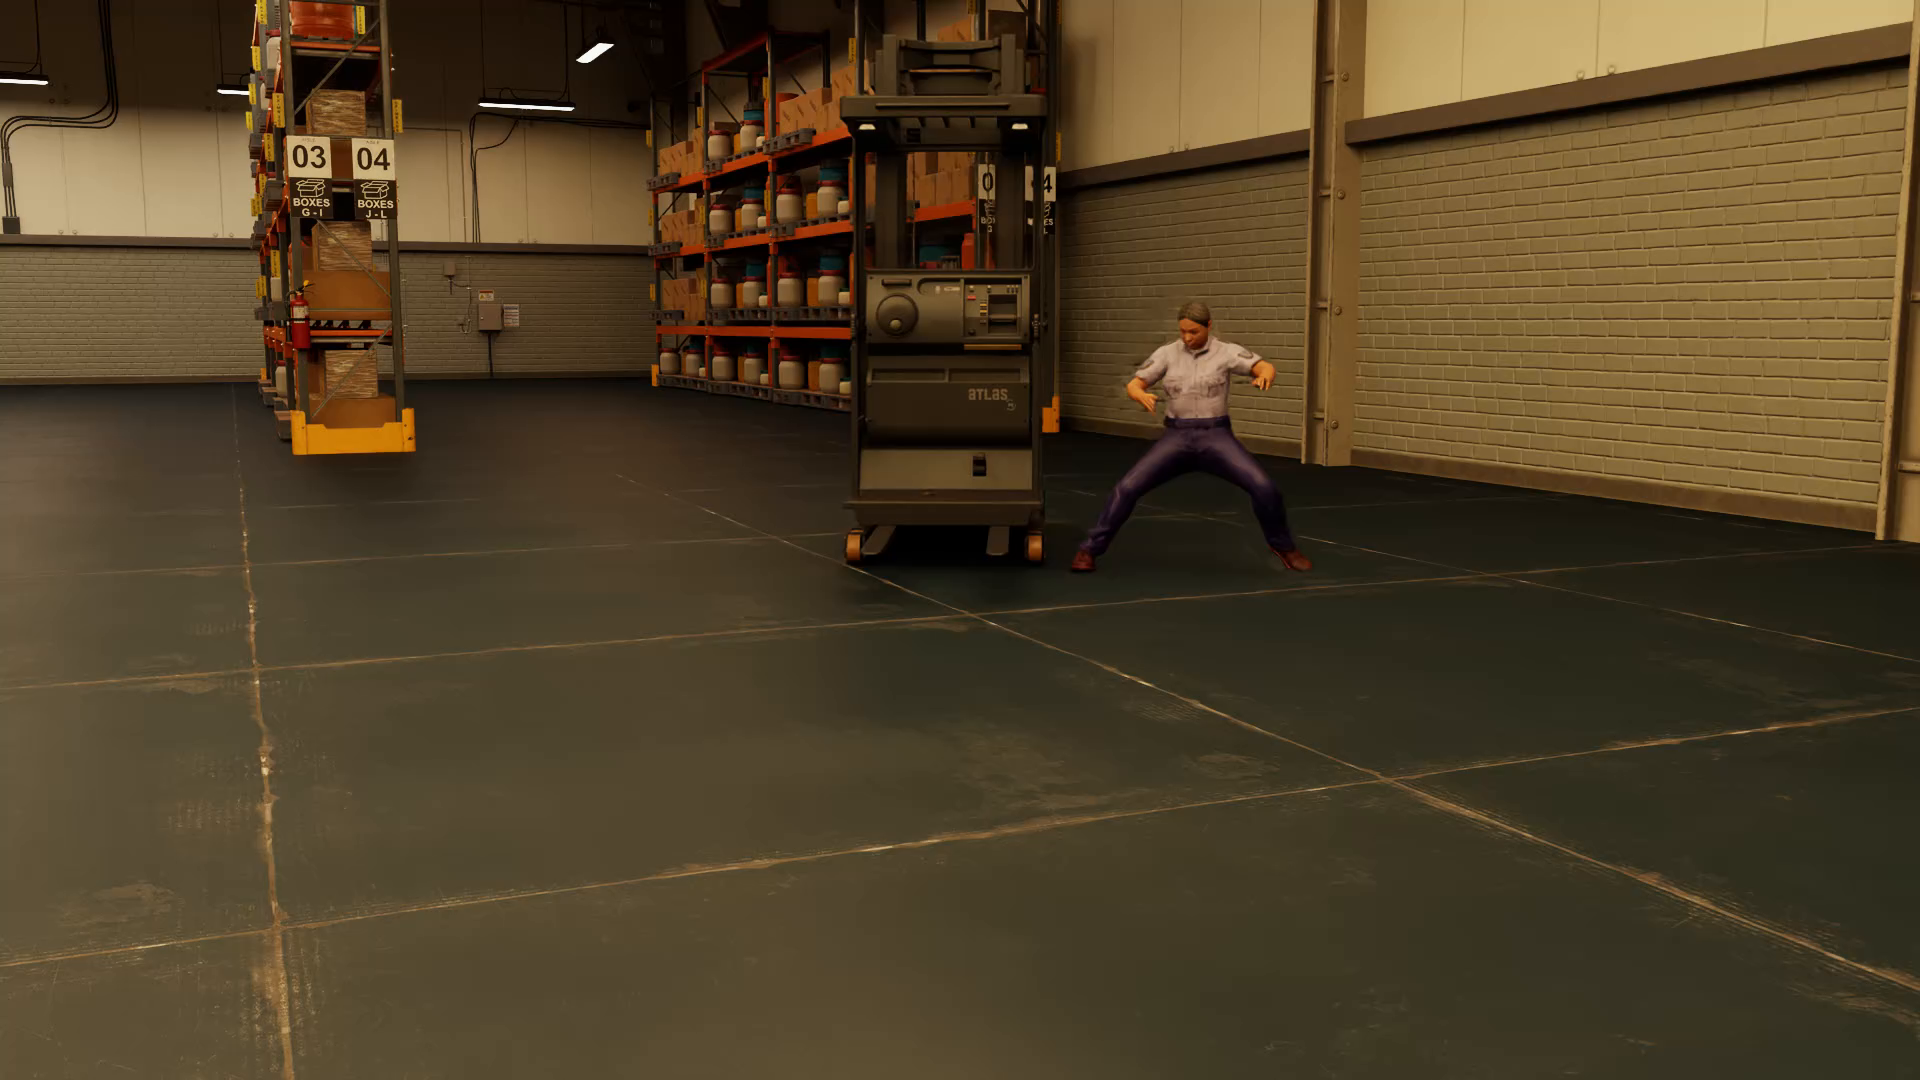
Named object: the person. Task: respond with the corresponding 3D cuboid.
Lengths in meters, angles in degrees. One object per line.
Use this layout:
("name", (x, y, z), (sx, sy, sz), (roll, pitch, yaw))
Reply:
("person", (1.239, -0.531, 8.804), (1.218, 1.459, 0.687), (3, 8, 21))

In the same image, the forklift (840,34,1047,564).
("forklift", (-0.073, -1.361, 9.265), (1.130, 2.935, 3.031), (0, 8, 2))
